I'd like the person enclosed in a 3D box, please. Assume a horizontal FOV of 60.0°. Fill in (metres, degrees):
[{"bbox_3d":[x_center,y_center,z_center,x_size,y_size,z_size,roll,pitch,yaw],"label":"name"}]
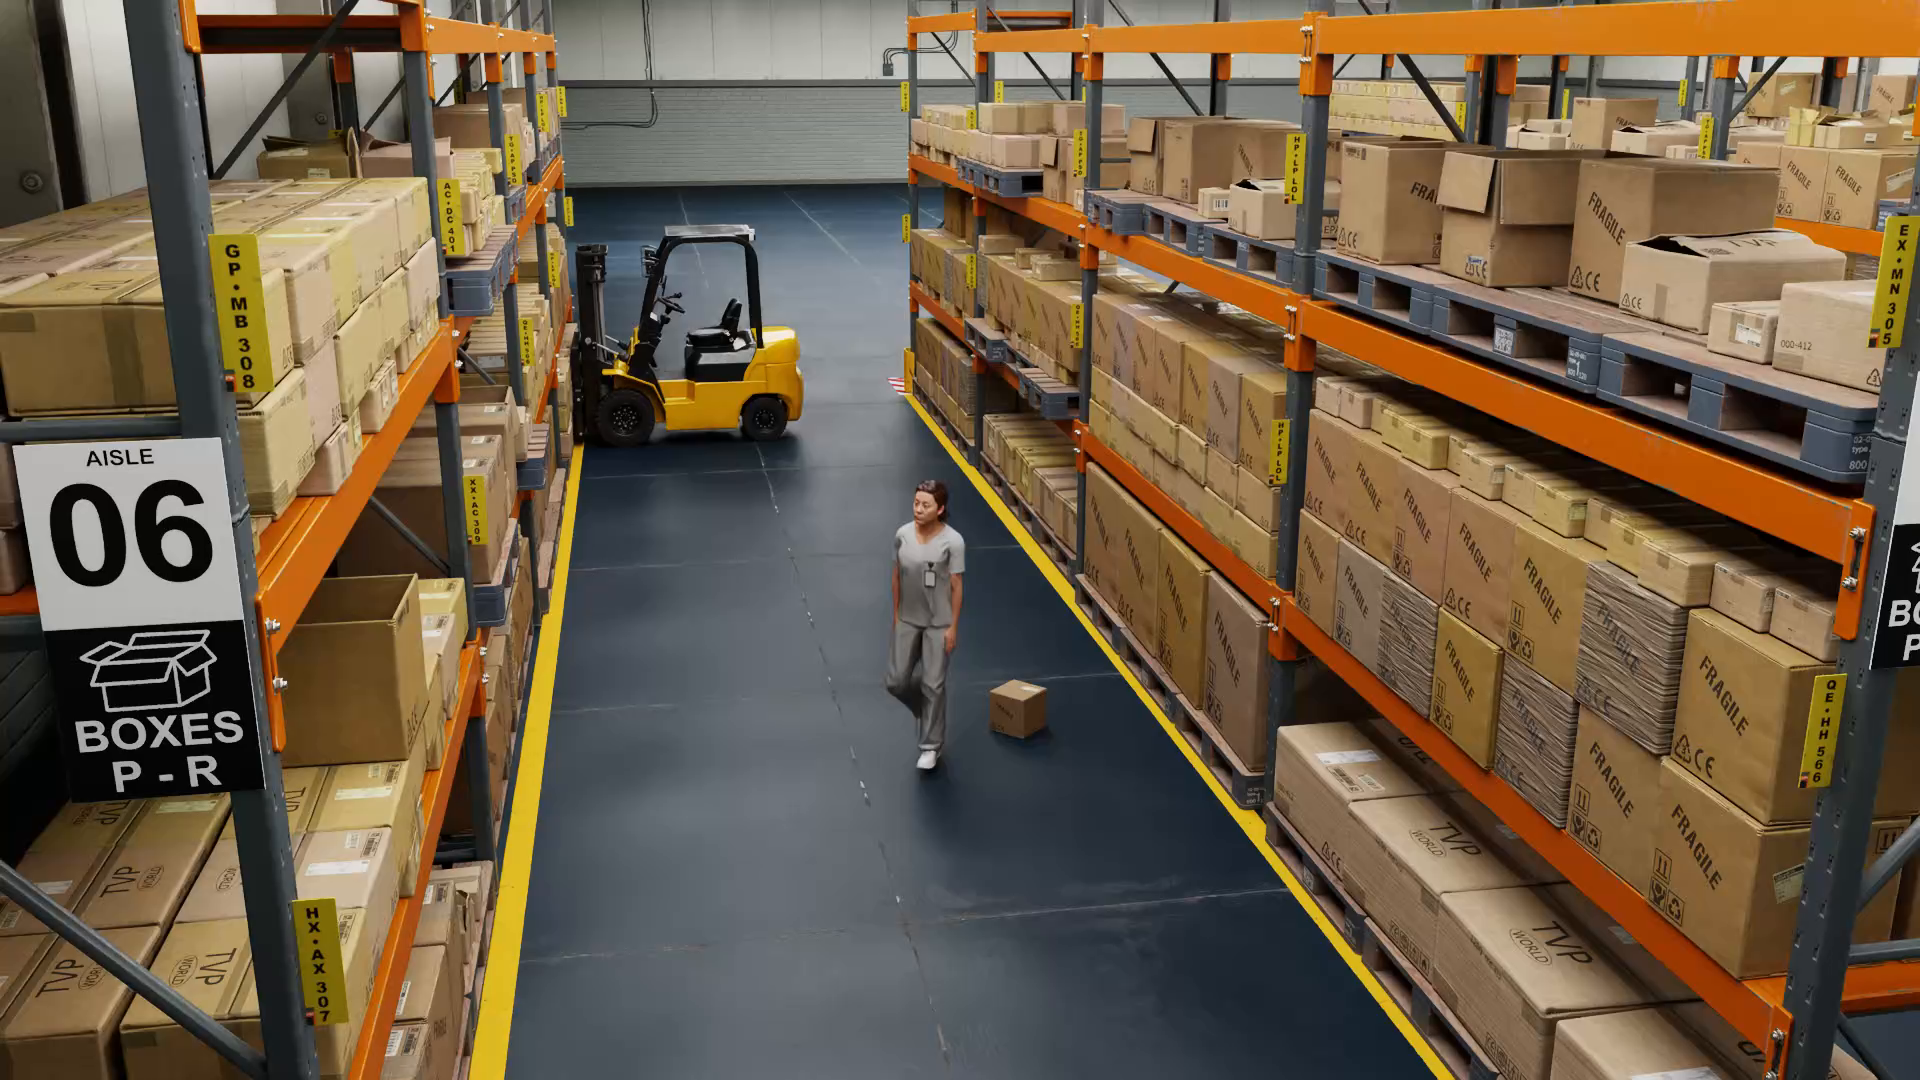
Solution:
[{"bbox_3d":[-0.168,0.450,9.432,0.452,1.662,0.521,6,18,21],"label":"person"}]
